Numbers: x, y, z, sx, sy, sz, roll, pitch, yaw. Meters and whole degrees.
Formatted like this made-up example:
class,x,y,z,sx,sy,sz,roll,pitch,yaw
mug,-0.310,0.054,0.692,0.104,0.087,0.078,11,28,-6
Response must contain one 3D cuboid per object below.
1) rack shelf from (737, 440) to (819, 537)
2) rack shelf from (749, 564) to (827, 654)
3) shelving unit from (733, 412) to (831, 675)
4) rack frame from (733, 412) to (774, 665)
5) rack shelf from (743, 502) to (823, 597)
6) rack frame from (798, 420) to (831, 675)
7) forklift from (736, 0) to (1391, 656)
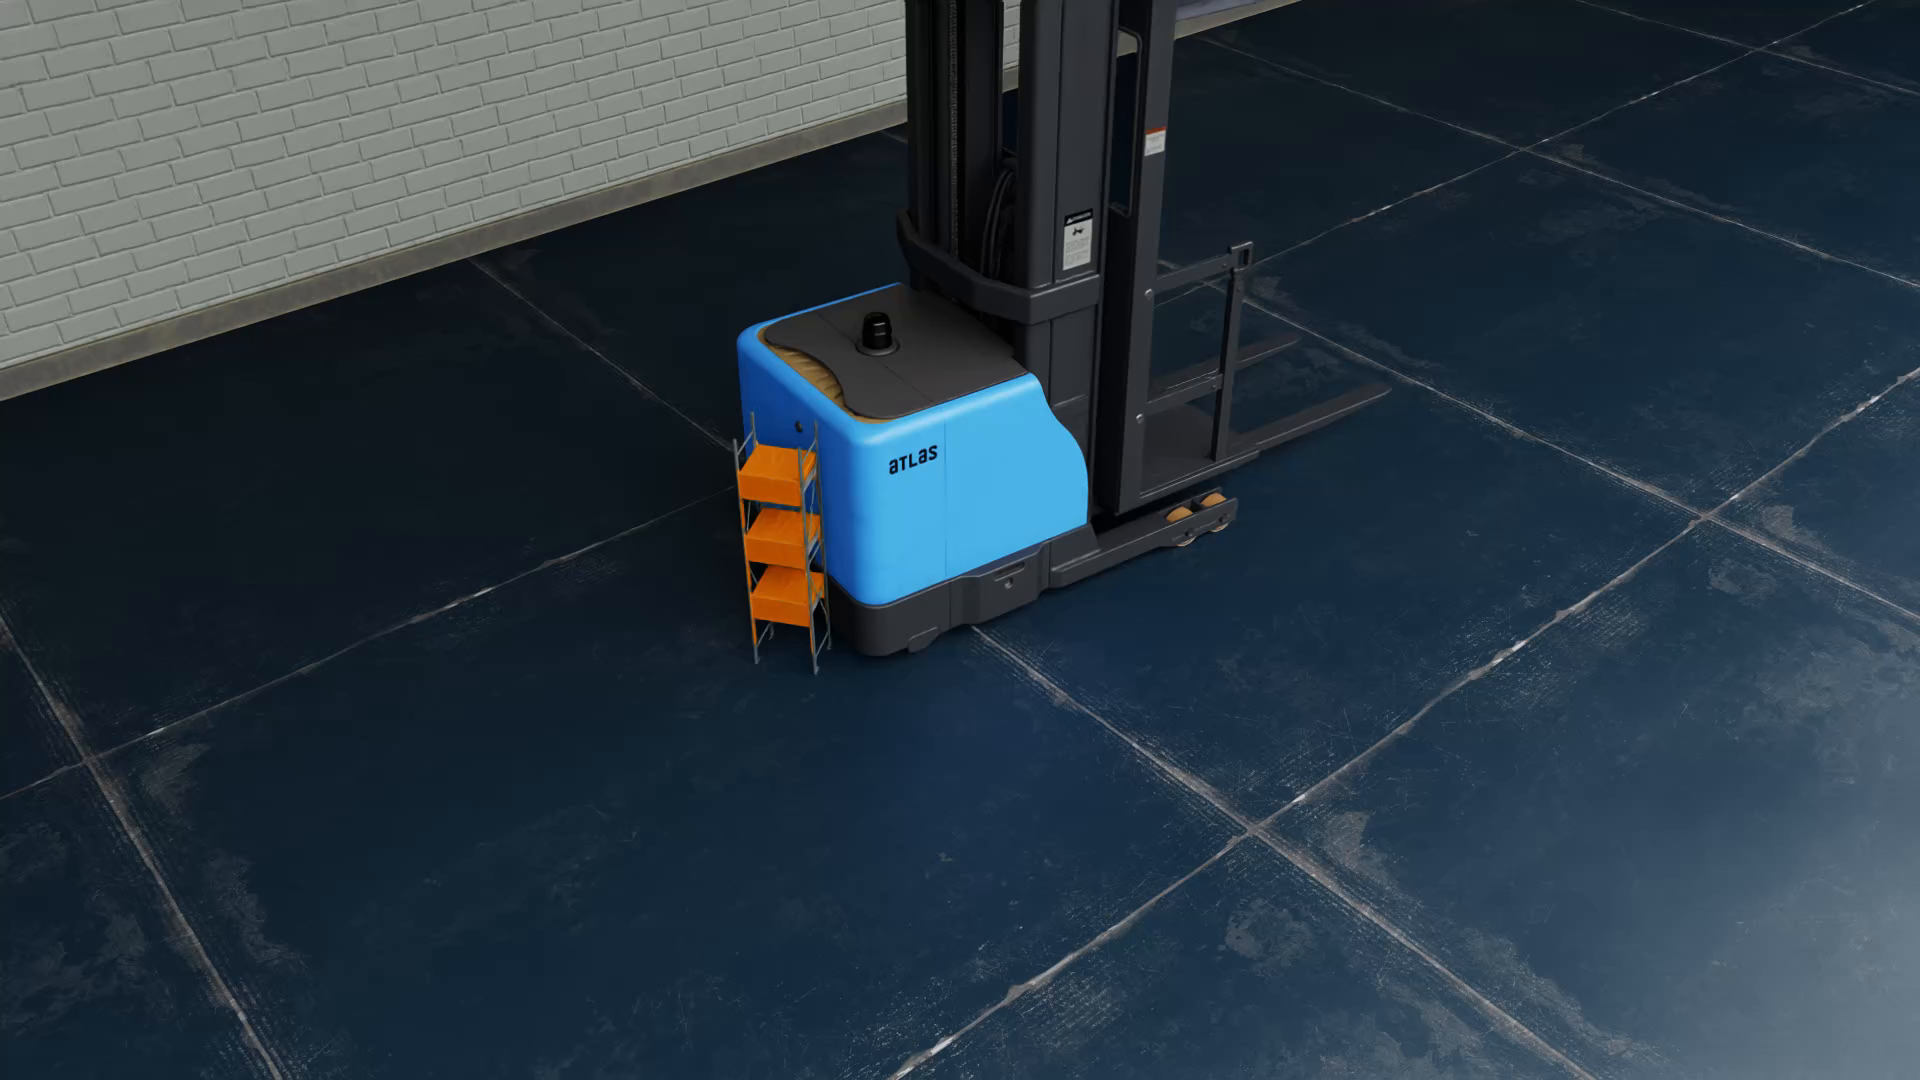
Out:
class,x,y,z,sx,sy,sz,roll,pitch,yaw
rack shelf,-0.665,-0.192,6.137,0.240,0.259,0.215,8,37,12
rack shelf,-0.662,0.261,6.469,0.240,0.259,0.215,8,37,12
shelving unit,-0.663,0.029,6.298,0.252,1.050,0.215,8,37,12
rack frame,-0.782,0.011,6.323,0.008,1.050,0.200,8,37,12
rack shelf,-0.663,0.037,6.304,0.240,0.259,0.215,8,37,12
rack frame,-0.545,0.046,6.274,0.008,1.050,0.200,8,37,12
forklift,0.607,-1.401,6.692,3.031,2.935,1.130,-21,41,-27
